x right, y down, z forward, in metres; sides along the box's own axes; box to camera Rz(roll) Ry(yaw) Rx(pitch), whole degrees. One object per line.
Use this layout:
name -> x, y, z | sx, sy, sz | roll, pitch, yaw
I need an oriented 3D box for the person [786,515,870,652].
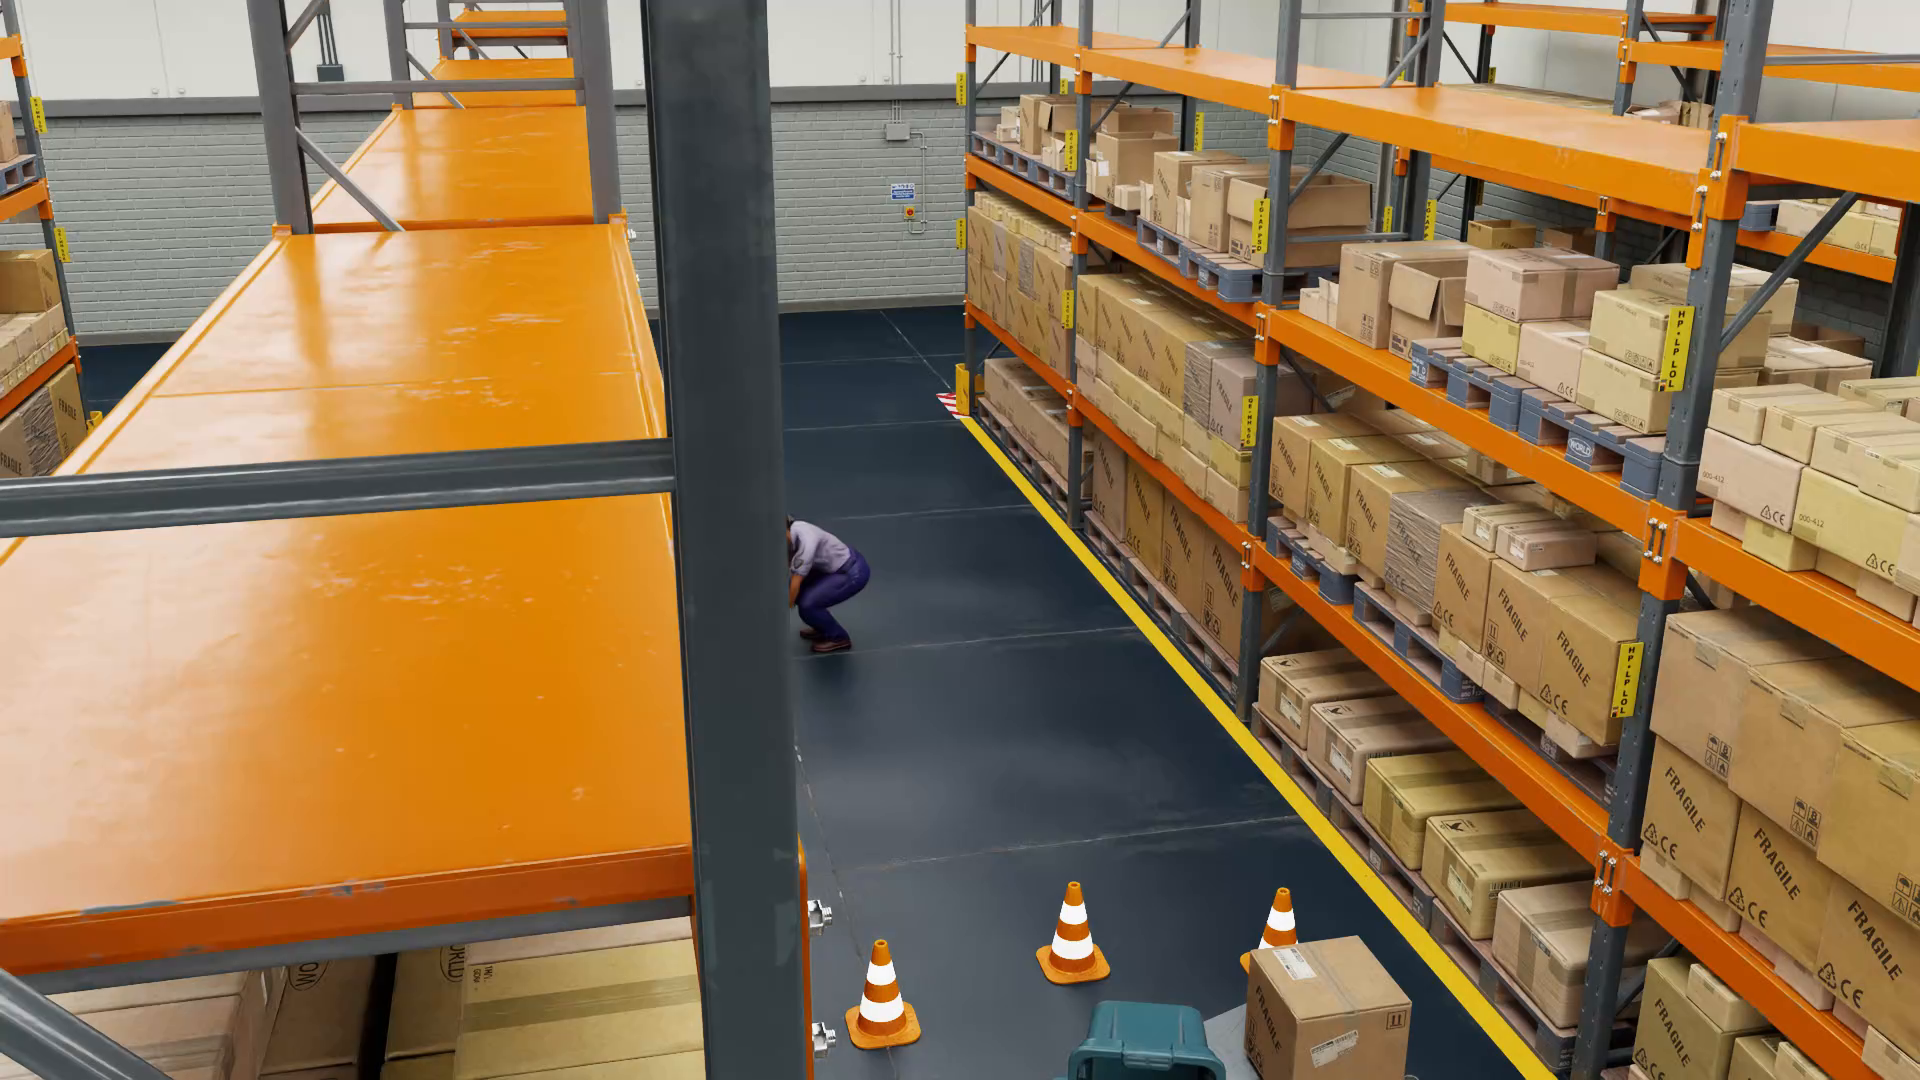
person -> -1.051, 0.279, 12.205 | 0.782, 1.053, 0.526 | -5, 20, -13
